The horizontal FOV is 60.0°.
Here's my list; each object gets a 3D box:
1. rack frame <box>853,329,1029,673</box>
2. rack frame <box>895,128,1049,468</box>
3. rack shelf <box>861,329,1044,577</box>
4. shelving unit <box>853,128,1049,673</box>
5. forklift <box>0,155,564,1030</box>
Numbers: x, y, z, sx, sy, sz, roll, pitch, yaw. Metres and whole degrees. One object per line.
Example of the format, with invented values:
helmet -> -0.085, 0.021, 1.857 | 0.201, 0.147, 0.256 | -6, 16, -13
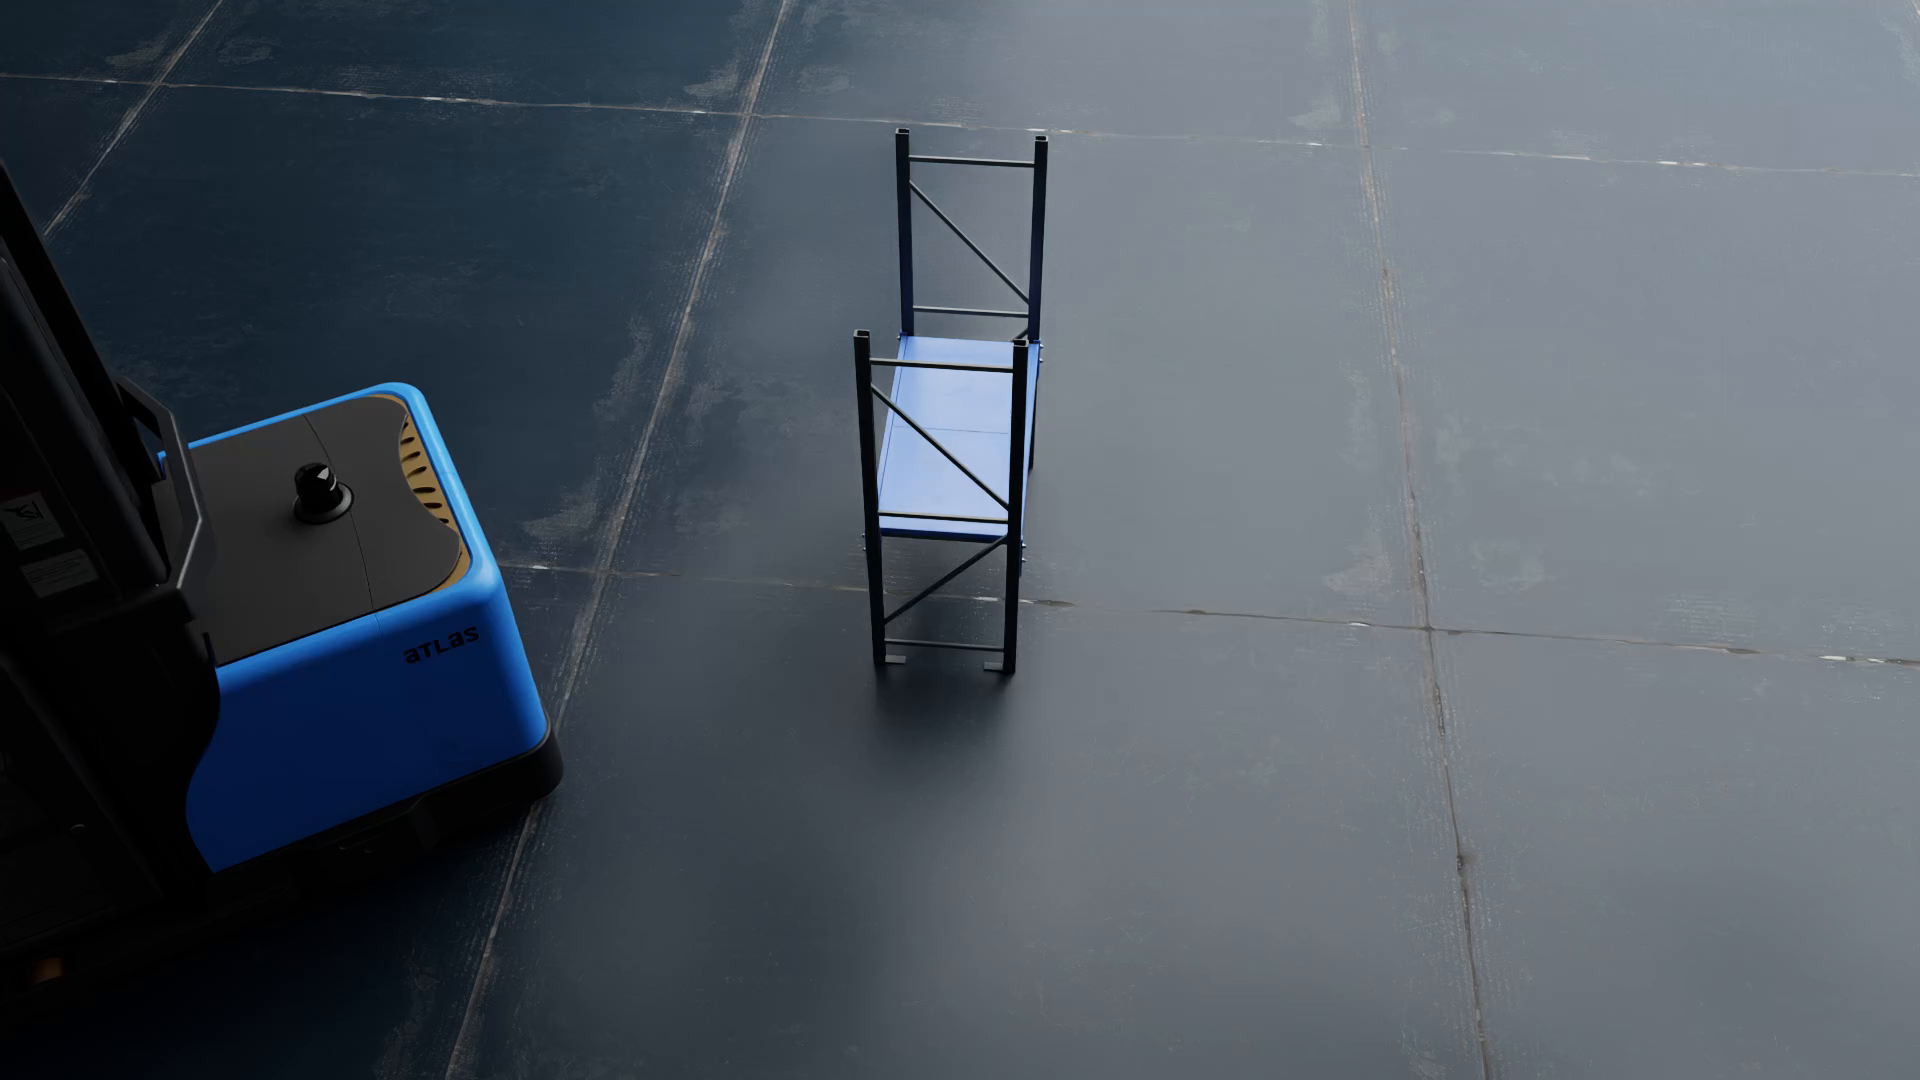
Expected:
rack frame -> -0.054, -0.070, 5.298 | 0.500, 1.500, 0.032 | 4, 48, 4
rack frame -> 0.039, -0.817, 5.981 | 0.500, 1.500, 0.032 | 4, 48, 4
rack shelf -> -0.008, -0.322, 5.772 | 0.538, 0.185, 1.000 | 4, 48, 4
shelving unit -> -0.008, -0.443, 5.639 | 0.538, 1.500, 1.048 | 4, 48, 4
forklift -> -2.849, 0.026, 4.240 | 3.031, 2.935, 1.130 | -21, 51, -18
